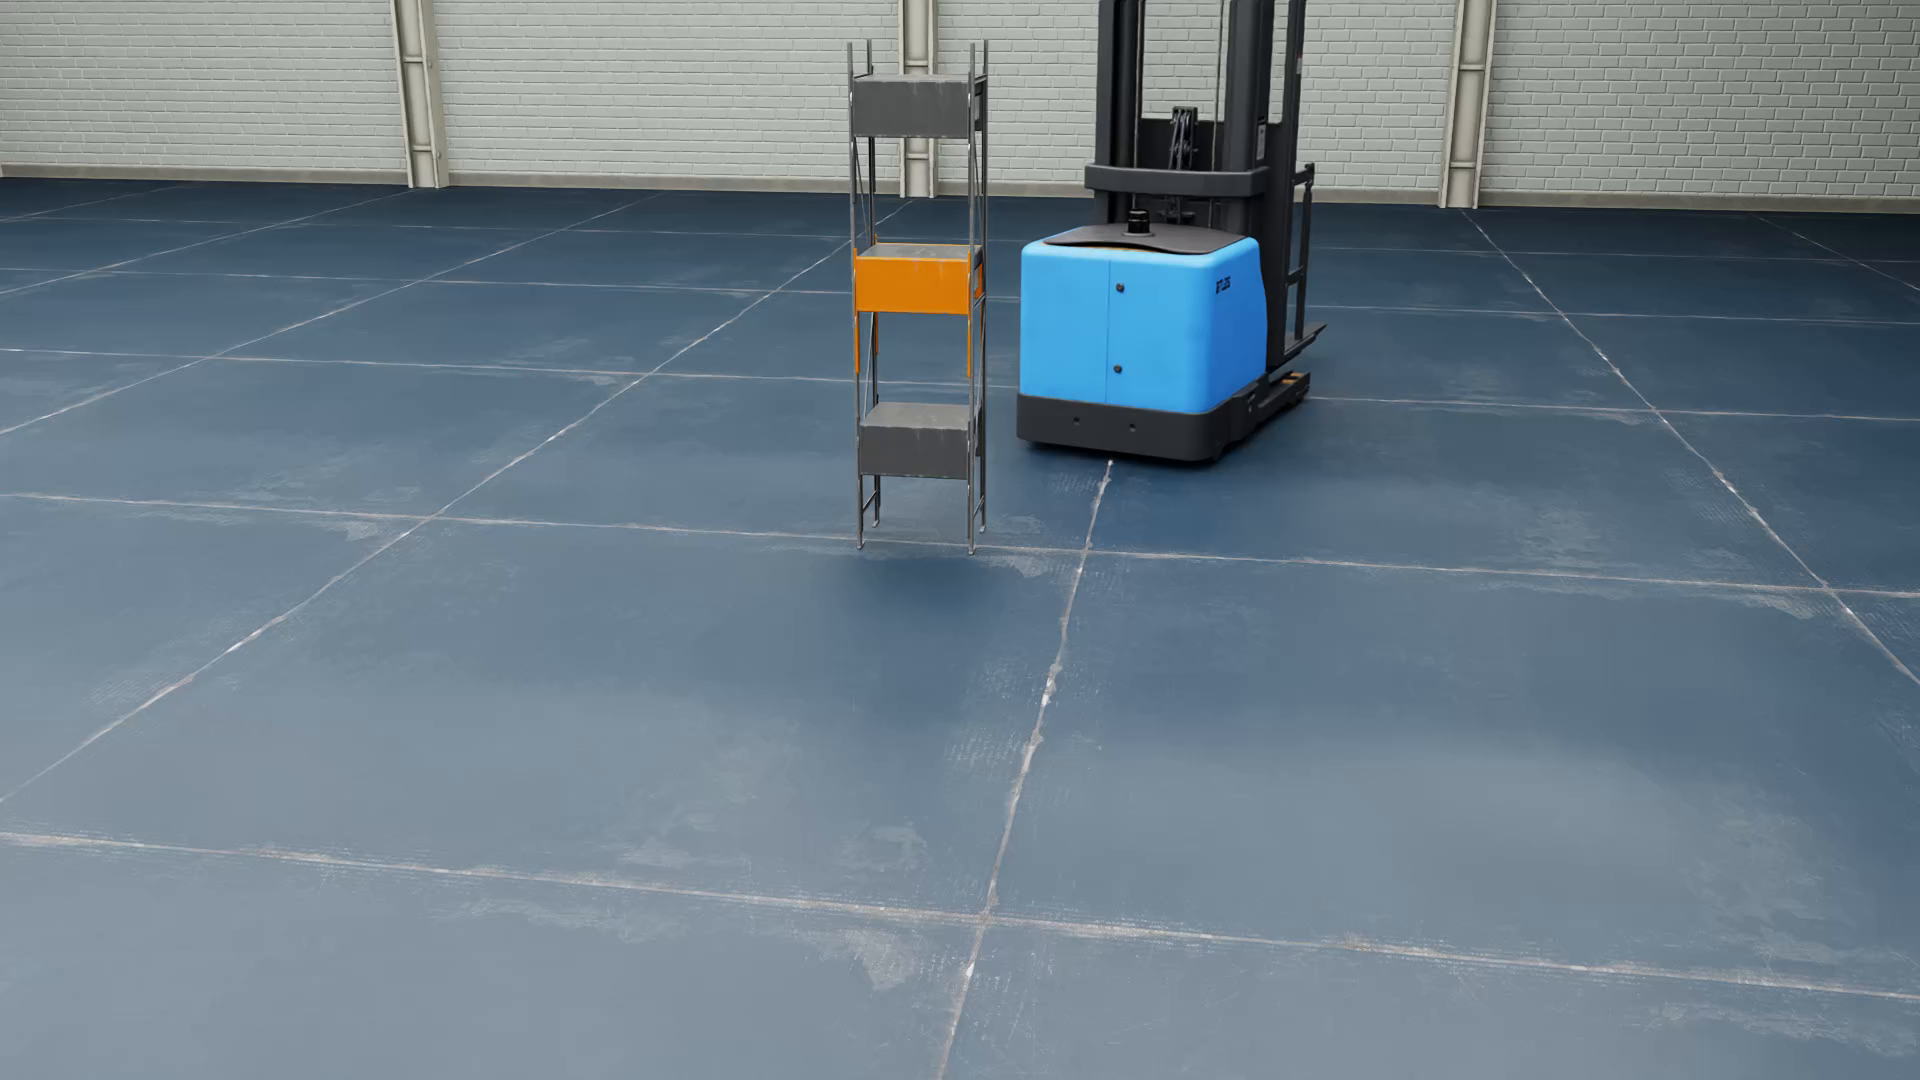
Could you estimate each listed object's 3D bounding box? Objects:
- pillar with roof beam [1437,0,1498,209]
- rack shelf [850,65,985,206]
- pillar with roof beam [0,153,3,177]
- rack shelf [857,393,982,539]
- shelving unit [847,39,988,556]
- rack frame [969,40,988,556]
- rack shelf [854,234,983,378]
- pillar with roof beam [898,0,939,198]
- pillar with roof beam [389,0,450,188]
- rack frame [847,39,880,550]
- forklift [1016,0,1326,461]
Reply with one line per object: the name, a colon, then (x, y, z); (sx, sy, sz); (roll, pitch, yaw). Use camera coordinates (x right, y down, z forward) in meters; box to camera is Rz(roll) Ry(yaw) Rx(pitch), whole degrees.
pillar with roof beam: (4.773, -6.579, 12.782); (0.400, 9.000, 9.100); (3, 19, 9)
rack shelf: (-0.163, -1.655, 6.777); (0.480, 0.518, 0.431); (3, 19, 9)
pillar with roof beam: (-13.000, -7.485, 15.490); (0.400, 9.000, 9.100); (3, 19, 9)
rack shelf: (-0.163, -0.327, 7.221); (0.480, 0.518, 0.431); (3, 19, 9)
shelving unit: (-0.163, -1.004, 6.995); (0.503, 2.100, 0.431); (3, 19, 9)
rack frame: (0.077, -0.992, 6.958); (0.015, 2.100, 0.400); (3, 19, 9)
rack shelf: (-0.163, -0.991, 6.999); (0.480, 0.518, 0.431); (3, 19, 9)
pillar with roof beam: (-1.152, -6.881, 13.685); (0.400, 9.000, 9.100); (3, 19, 9)
pillar with roof beam: (-7.076, -7.183, 14.587); (0.400, 9.000, 9.100); (3, 19, 9)
rack frame: (-0.404, -1.016, 7.032); (0.015, 2.100, 0.400); (3, 19, 9)
forklift: (1.403, -2.206, 9.278); (1.130, 2.935, 3.031); (9, 20, 25)
